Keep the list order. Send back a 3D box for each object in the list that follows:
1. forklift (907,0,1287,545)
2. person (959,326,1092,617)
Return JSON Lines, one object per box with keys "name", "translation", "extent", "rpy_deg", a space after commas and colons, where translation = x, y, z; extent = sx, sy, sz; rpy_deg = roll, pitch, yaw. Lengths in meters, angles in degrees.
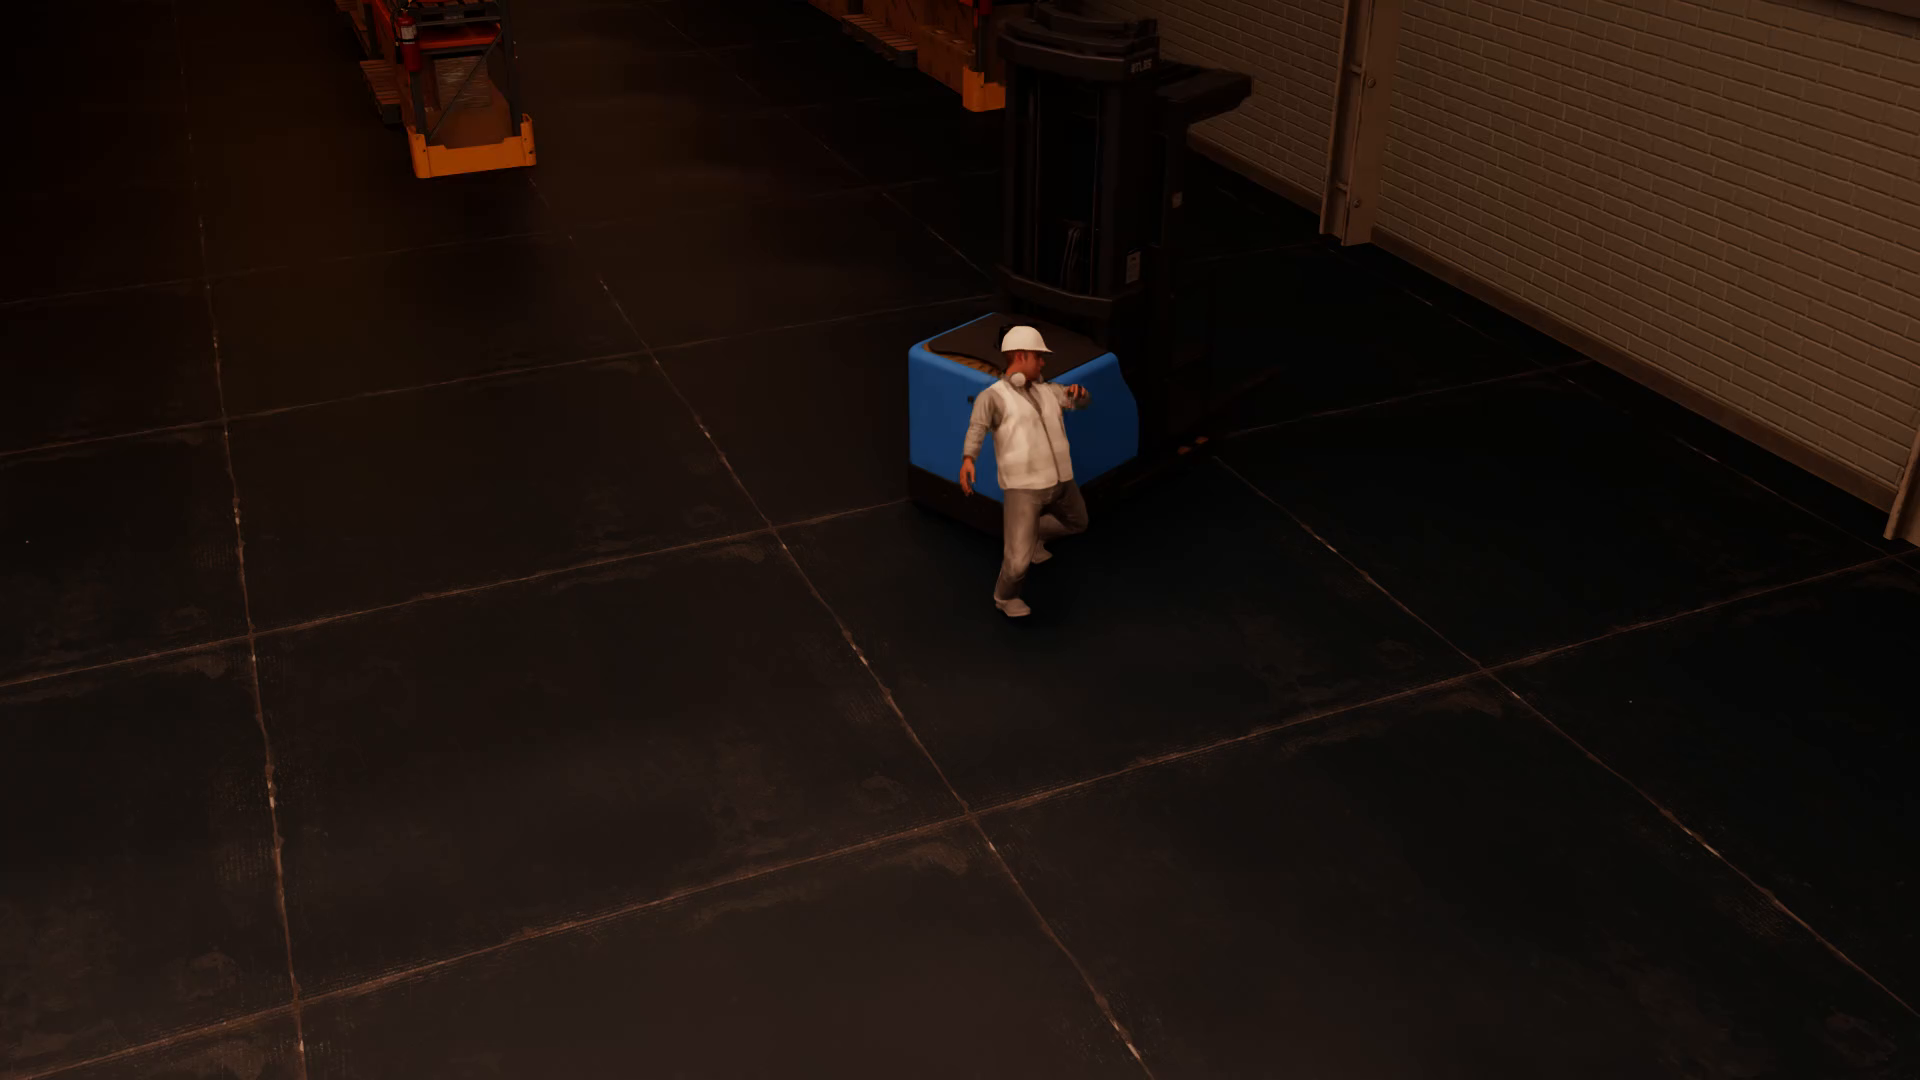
{"name": "forklift", "translation": [1.043, -1.871, 10.393], "extent": [1.130, 2.935, 3.031], "rpy_deg": [25, 38, 36]}
{"name": "person", "translation": [0.315, -0.292, 9.015], "extent": [0.737, 1.511, 1.017], "rpy_deg": [25, 38, 37]}
